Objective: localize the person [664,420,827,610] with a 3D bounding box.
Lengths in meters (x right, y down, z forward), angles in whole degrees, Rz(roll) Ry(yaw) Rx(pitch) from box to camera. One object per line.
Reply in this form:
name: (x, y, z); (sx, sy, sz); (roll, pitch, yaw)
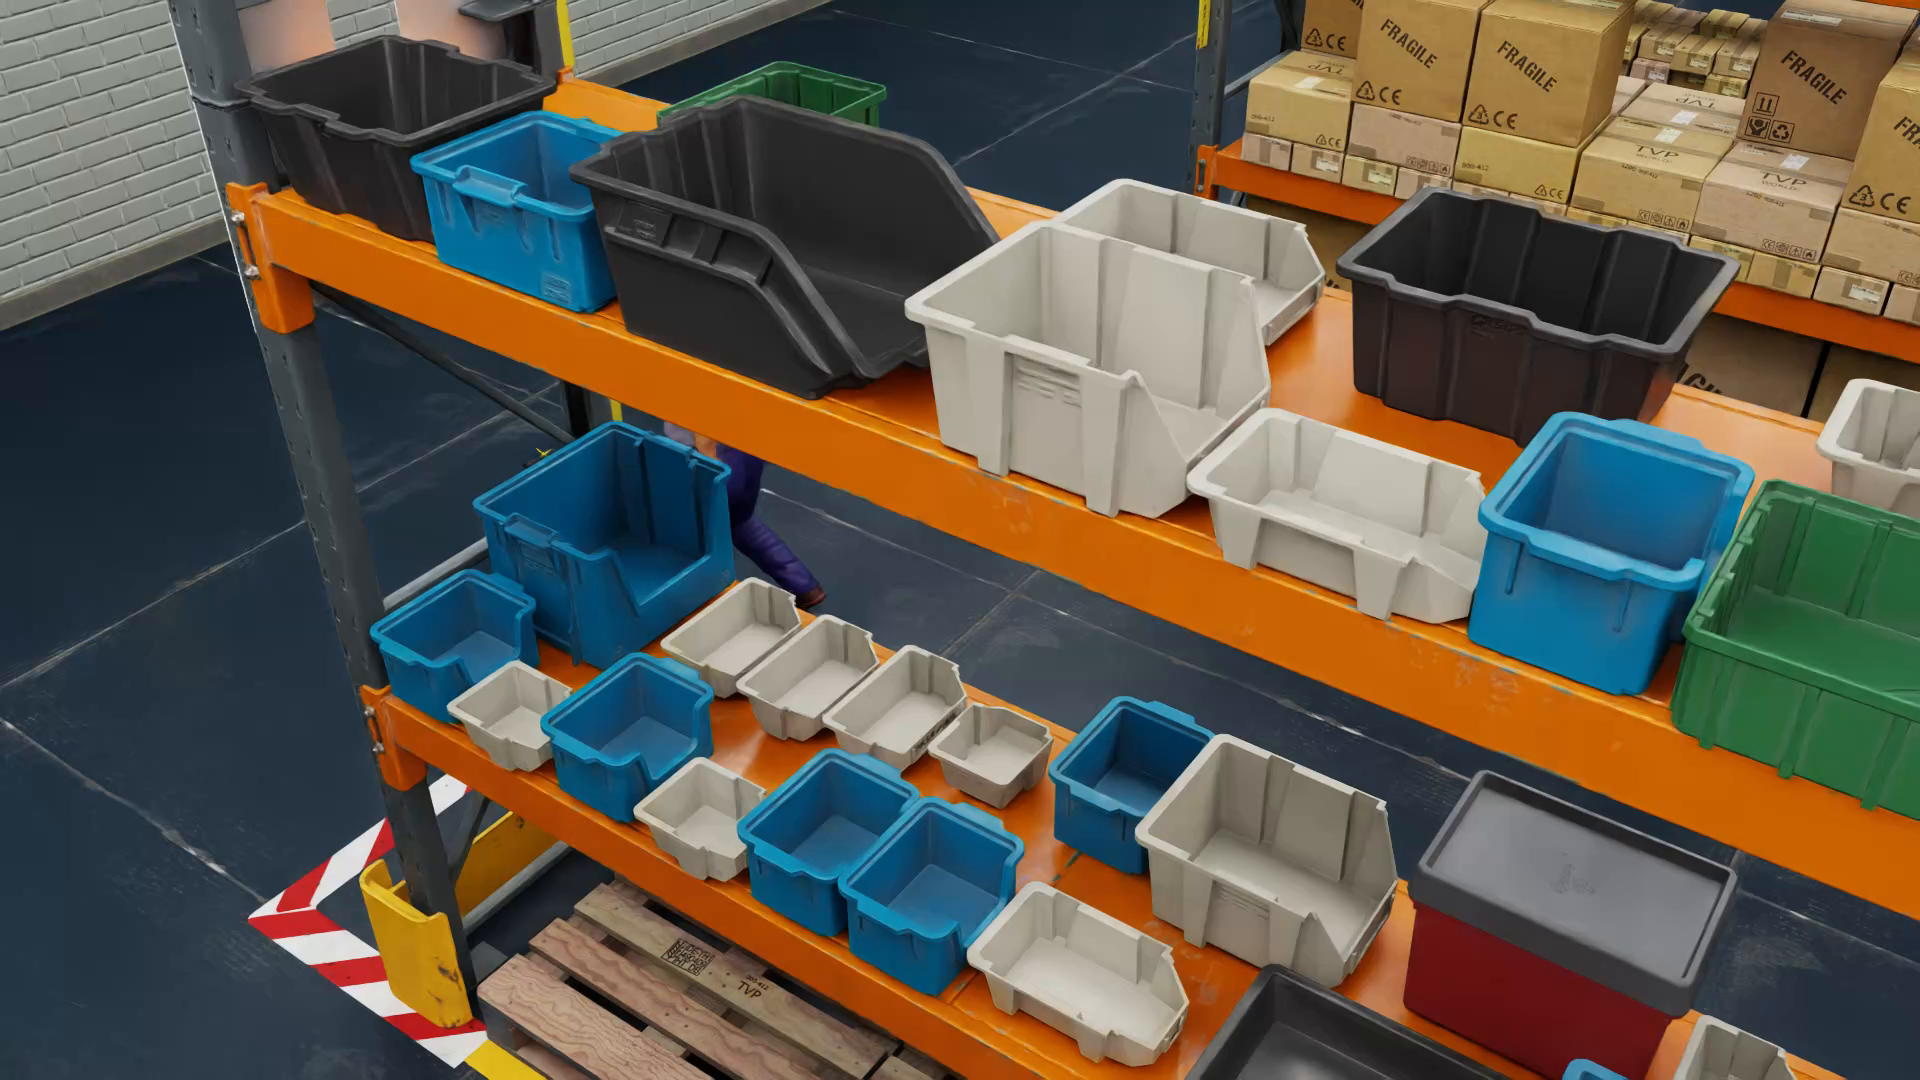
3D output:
person: (-0.978, -0.308, 6.584); (0.837, 1.619, 0.484); (10, 36, 15)
